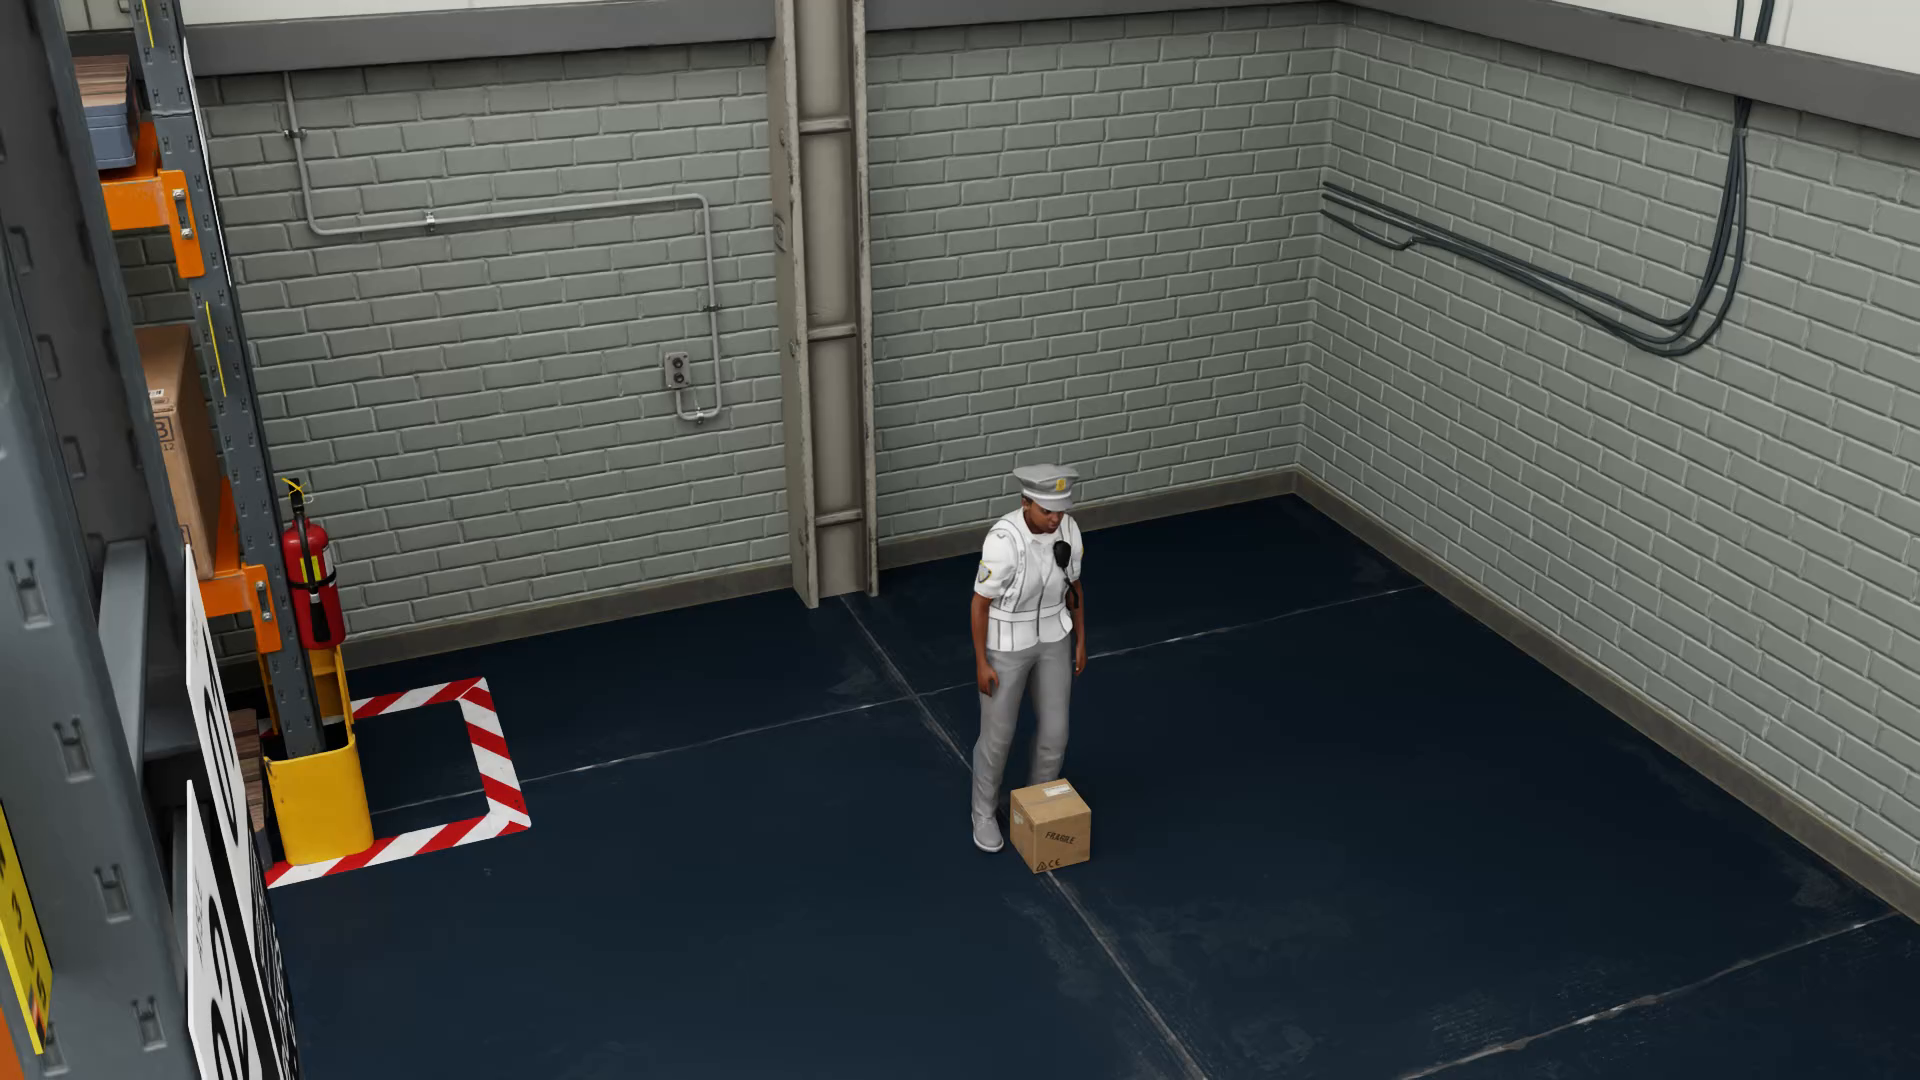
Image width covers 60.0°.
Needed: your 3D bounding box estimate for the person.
[{"bbox_3d":[0.275,0.452,6.691,0.525,1.658,0.418,-12,28,-22],"label":"person"}]
